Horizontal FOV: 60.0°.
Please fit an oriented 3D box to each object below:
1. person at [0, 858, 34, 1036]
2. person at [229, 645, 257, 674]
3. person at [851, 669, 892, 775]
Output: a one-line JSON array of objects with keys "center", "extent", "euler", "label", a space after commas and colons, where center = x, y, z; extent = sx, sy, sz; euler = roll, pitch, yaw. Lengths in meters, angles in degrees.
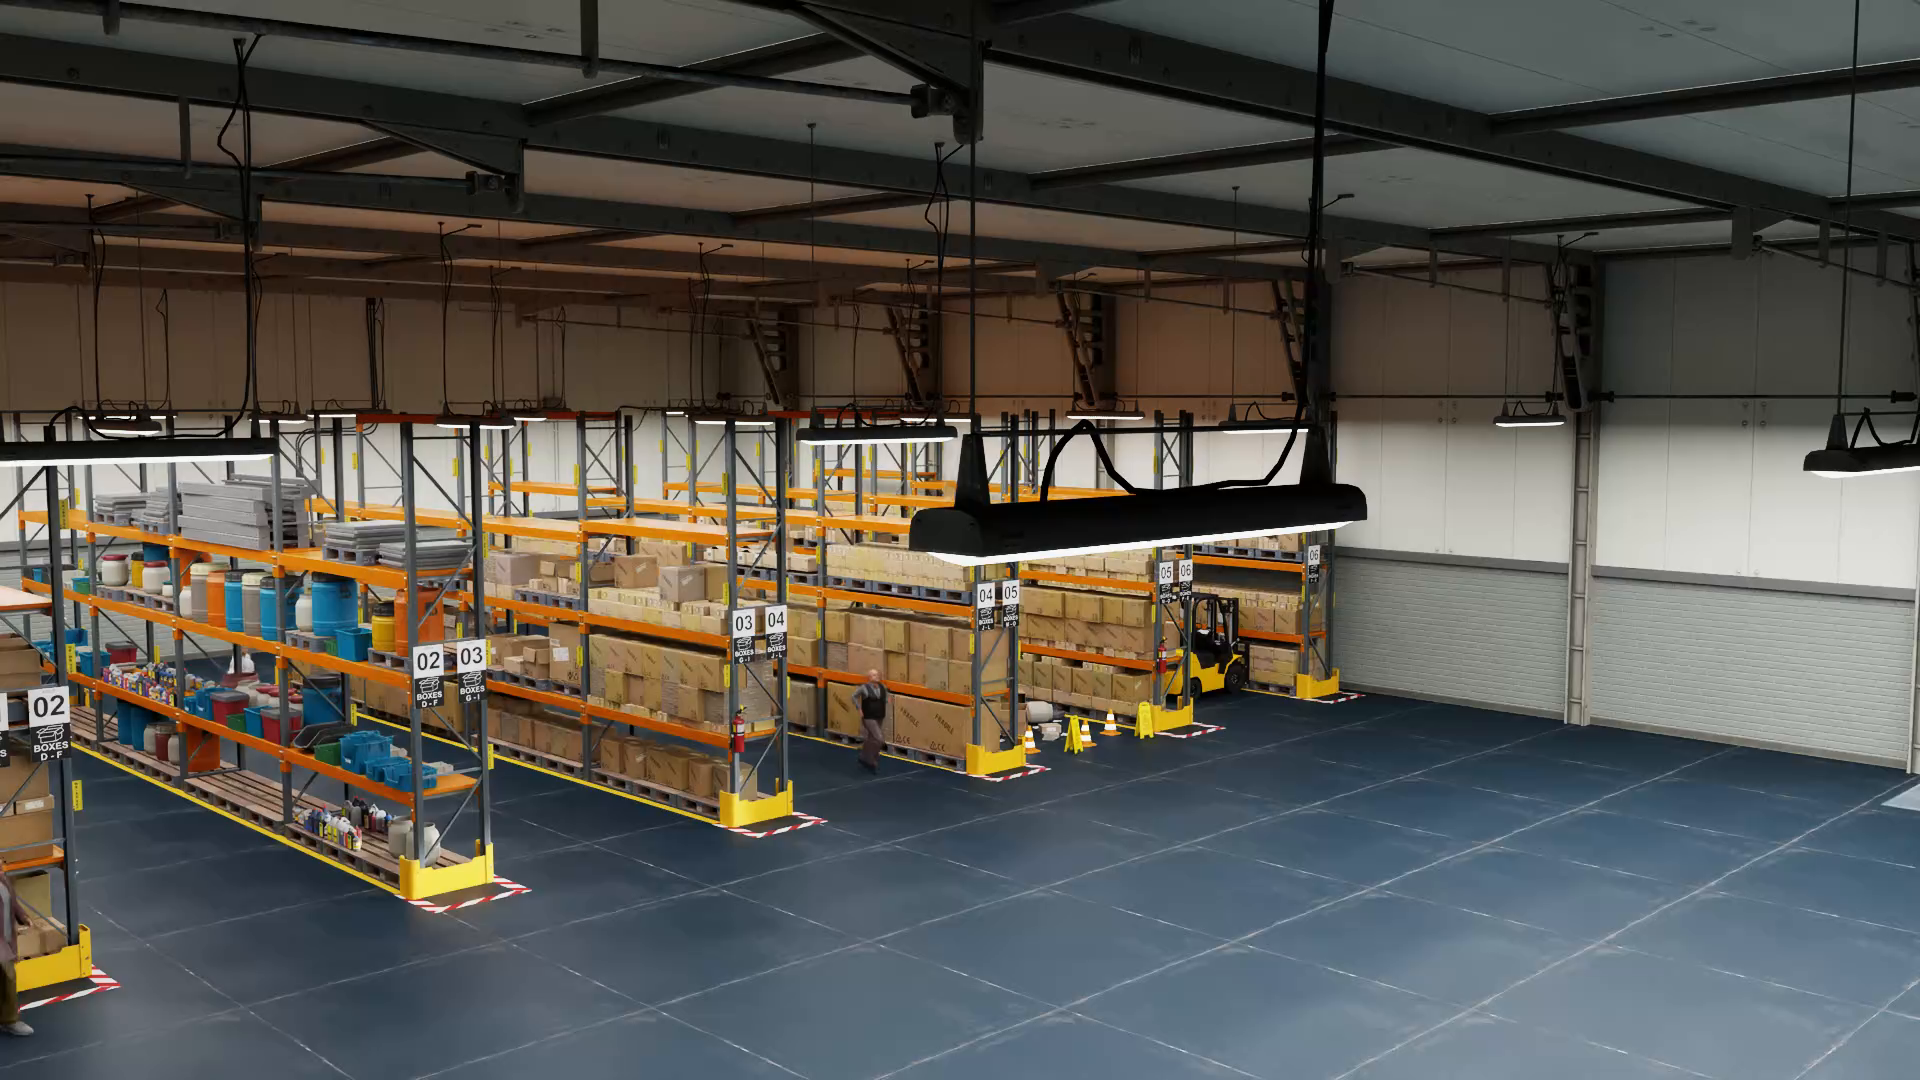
[{"center": [-9.632, 4.021, 16.621], "extent": [0.896, 1.765, 0.751], "euler": [1, 5, 6], "label": "person"}, {"center": [-13.579, 2.744, 31.521], "extent": [0.921, 1.689, 0.617], "euler": [3, 6, 30], "label": "person"}, {"center": [-1.447, 3.058, 28.041], "extent": [0.763, 1.787, 0.625], "euler": [5, 7, 45], "label": "person"}]
